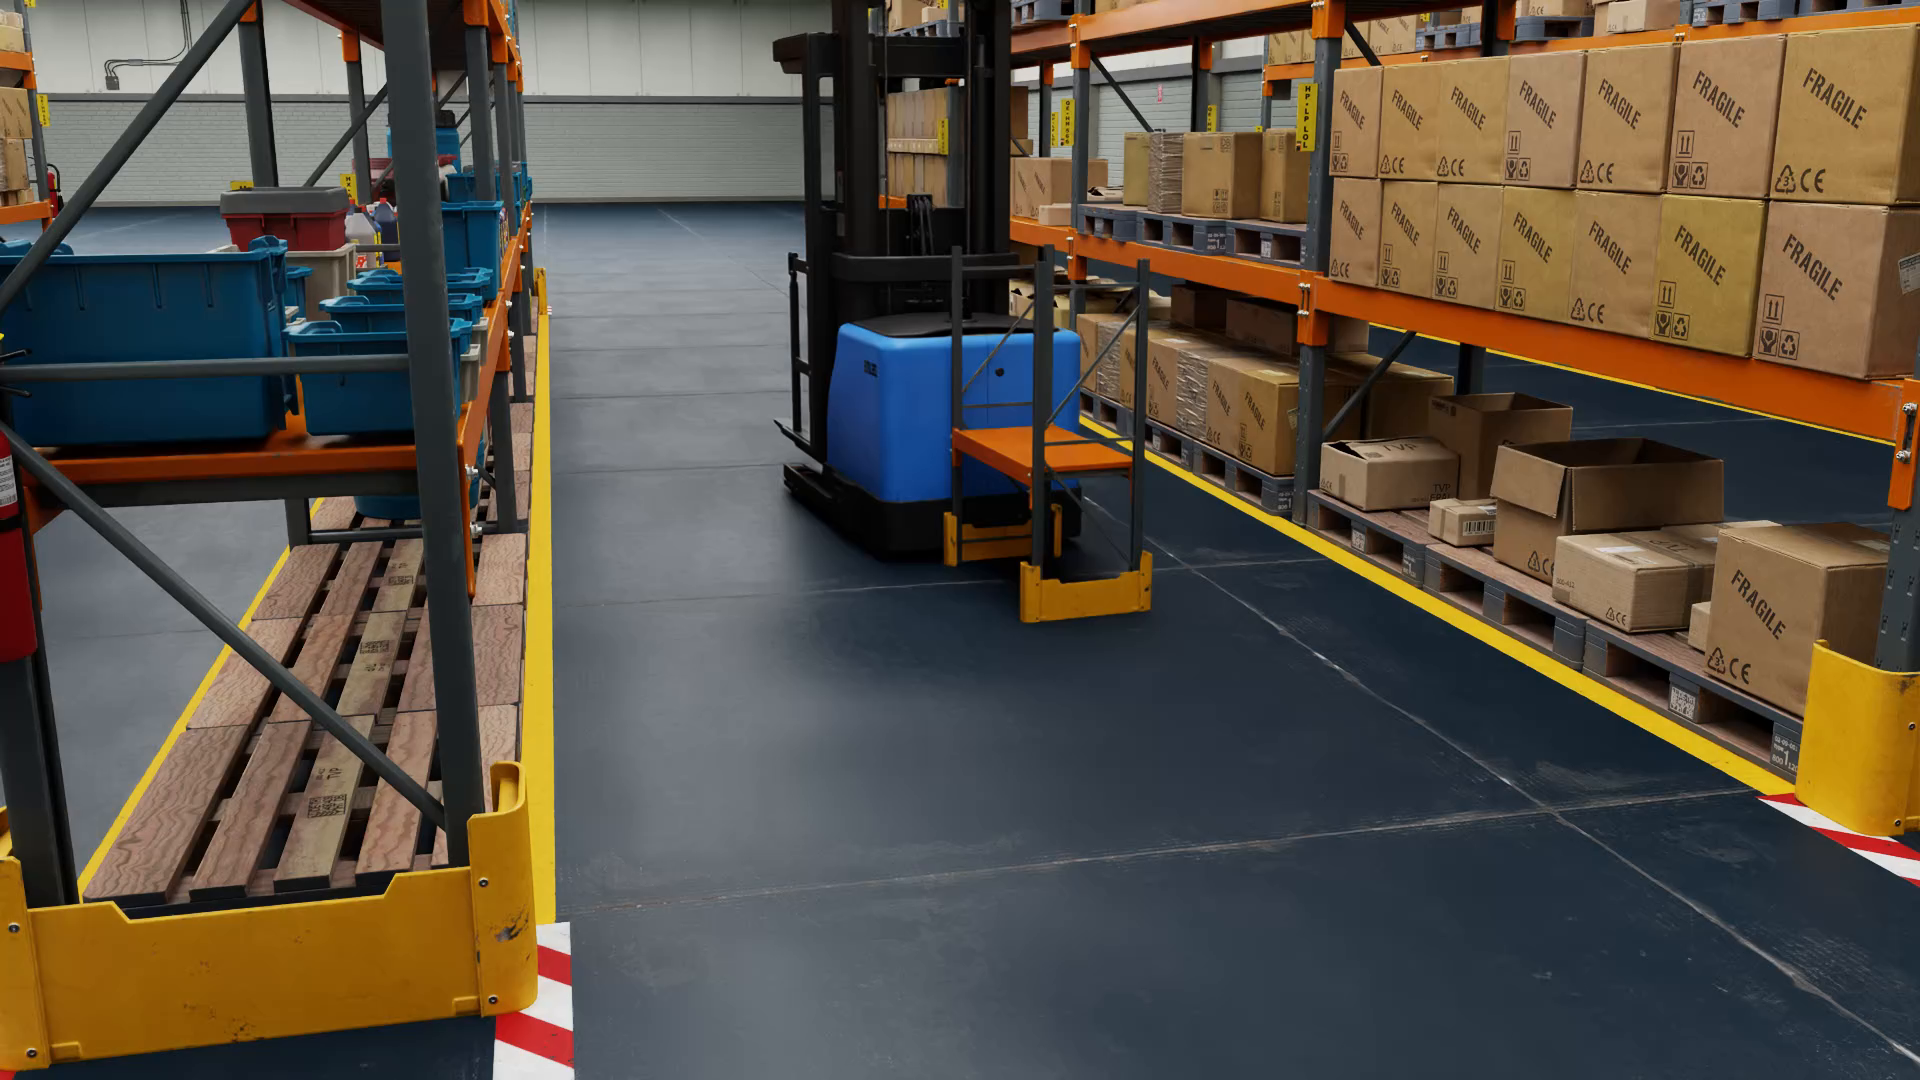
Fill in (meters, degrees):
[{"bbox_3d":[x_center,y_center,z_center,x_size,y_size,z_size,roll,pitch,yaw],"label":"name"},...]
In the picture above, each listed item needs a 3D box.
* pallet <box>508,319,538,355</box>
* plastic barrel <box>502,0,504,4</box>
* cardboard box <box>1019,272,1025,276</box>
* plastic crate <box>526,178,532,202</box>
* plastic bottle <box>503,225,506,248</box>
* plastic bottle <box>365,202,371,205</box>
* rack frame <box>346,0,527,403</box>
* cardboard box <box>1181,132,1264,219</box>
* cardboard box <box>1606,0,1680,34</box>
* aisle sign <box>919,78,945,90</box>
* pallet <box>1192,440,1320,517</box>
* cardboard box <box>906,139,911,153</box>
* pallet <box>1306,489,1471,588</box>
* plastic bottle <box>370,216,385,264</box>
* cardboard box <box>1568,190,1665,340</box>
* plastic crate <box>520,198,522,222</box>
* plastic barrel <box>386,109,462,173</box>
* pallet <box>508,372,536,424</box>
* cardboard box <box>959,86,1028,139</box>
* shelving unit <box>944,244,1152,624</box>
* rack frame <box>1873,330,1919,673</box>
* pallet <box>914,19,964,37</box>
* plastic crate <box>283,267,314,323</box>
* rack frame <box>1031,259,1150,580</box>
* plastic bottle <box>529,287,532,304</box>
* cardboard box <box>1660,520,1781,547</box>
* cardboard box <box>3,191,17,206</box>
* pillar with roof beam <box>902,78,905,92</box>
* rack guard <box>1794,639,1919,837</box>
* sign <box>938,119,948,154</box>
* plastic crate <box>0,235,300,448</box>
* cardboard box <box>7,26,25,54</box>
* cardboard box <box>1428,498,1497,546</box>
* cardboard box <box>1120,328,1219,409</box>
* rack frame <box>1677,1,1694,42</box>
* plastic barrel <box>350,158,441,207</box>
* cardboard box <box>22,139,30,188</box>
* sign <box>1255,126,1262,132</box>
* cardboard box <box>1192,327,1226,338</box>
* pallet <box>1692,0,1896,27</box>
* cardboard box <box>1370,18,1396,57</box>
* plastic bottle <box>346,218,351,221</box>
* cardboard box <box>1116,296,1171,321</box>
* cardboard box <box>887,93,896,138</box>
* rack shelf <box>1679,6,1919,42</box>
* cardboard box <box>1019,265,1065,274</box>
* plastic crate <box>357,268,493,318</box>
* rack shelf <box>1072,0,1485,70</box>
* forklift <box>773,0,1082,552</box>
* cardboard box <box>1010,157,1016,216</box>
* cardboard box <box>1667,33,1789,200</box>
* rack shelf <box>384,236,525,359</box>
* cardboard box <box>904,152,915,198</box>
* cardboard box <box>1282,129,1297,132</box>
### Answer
[{"bbox_3d":[-4.557,-1.935,15.902,1.003,0.211,1.213,-3,14,-13],"label":"pallet"},{"bbox_3d":[-3.275,-3.810,11.144,0.421,0.512,0.421,0,14,0],"label":"plastic barrel"},{"bbox_3d":[0.344,-2.323,15.343,0.500,0.311,0.500,-3,14,-14],"label":"cardboard box"},{"bbox_3d":[-4.823,-3.734,17.703,0.499,0.251,0.408,-3,14,-13],"label":"plastic crate"},{"bbox_3d":[-2.812,-1.850,10.099,0.097,0.201,0.097,0,14,0],"label":"plastic bottle"},{"bbox_3d":[-3.680,-1.957,10.361,0.061,0.283,0.133,-3,14,-13],"label":"plastic bottle"},{"bbox_3d":[-3.500,-2.209,11.150,1.000,3.000,0.127,-3,14,-13],"label":"rack frame"},{"bbox_3d":[1.780,-2.219,10.092,0.700,0.500,0.500,-7,16,-27],"label":"cardboard box"},{"bbox_3d":[5.698,-4.336,13.681,0.500,0.311,0.500,-3,14,-13],"label":"cardboard box"},{"bbox_3d":[-0.293,-5.625,19.652,0.394,0.787,0.004,-3,14,-13],"label":"aisle sign"},{"bbox_3d":[2.027,-0.393,9.590,1.003,0.211,1.213,-3,14,-13],"label":"pallet"},{"bbox_3d":[-0.376,-4.294,18.107,0.380,0.149,0.250,-3,14,-14],"label":"cardboard box"},{"bbox_3d":[2.416,-0.049,8.182,1.003,0.211,1.213,-3,14,-13],"label":"pallet"},{"bbox_3d":[-3.141,-1.594,8.900,0.097,0.271,0.097,0,14,0],"label":"plastic bottle"},{"bbox_3d":[2.588,-1.011,6.033,0.500,0.500,0.500,-3,14,-13],"label":"cardboard box"},{"bbox_3d":[-3.756,-2.643,13.373,0.450,0.188,0.662,-3,14,-13],"label":"plastic crate"},{"bbox_3d":[-4.643,-3.270,14.434,0.600,0.901,0.708,-3,14,-13],"label":"plastic barrel"},{"bbox_3d":[-3.644,-1.036,12.222,1.003,0.211,1.213,-3,14,-13],"label":"pallet"},{"bbox_3d":[0.266,-4.188,16.306,0.700,0.500,0.500,-3,14,-13],"label":"cardboard box"},{"bbox_3d":[0.373,-0.519,7.392,0.587,1.500,1.083,-5,15,-19],"label":"shelving unit"},{"bbox_3d":[3.195,-0.639,4.723,1.000,3.000,0.127,-3,14,-13],"label":"rack frame"},{"bbox_3d":[0.151,-5.017,16.508,1.003,0.211,1.213,-3,14,-13],"label":"pallet"},{"bbox_3d":[-2.353,-0.771,5.490,0.416,0.233,0.300,-3,14,-13],"label":"plastic crate"},{"bbox_3d":[0.539,-0.408,6.935,0.500,1.500,0.032,-5,15,-19],"label":"rack frame"},{"bbox_3d":[-4.476,-2.524,17.234,0.061,0.283,0.133,-3,14,-12],"label":"plastic bottle"},{"bbox_3d":[3.108,0.111,6.519,0.500,0.250,0.500,-3,14,-13],"label":"cardboard box"},{"bbox_3d":[-9.715,-3.432,16.682,0.380,0.149,0.250,-3,14,-13],"label":"cardboard box"},{"bbox_3d":[-5.974,-14.089,47.135,9.100,9.000,0.400,-3,14,-13],"label":"pillar with roof beam"},{"bbox_3d":[3.177,0.558,5.091,1.175,0.500,0.348,-3,14,-13],"label":"rack guard"},{"bbox_3d":[-0.163,-3.835,15.814,0.100,0.325,0.005,-3,14,-13],"label":"sign"},{"bbox_3d":[-1.881,-0.477,3.859,0.616,0.435,0.499,-3,14,-13],"label":"plastic crate"},{"bbox_3d":[-9.833,-5.066,16.839,0.500,0.250,0.500,-3,14,-12],"label":"cardboard box"},{"bbox_3d":[2.356,-0.091,7.524,0.380,0.166,0.250,-3,14,-13],"label":"cardboard box"},{"bbox_3d":[1.386,-1.127,11.059,0.500,0.500,0.500,-3,14,-14],"label":"cardboard box"},{"bbox_3d":[6.130,-2.762,13.411,1.000,3.000,0.127,-3,14,-13],"label":"rack frame"},{"bbox_3d":[-3.903,-2.366,11.503,0.600,0.536,0.708,-3,14,-13],"label":"plastic barrel"},{"bbox_3d":[-10.091,-3.844,17.002,0.875,0.500,0.500,-3,14,-13],"label":"cardboard box"},{"bbox_3d":[3.724,-4.997,20.738,0.100,0.325,0.005,-3,14,-13],"label":"sign"},{"bbox_3d":[1.885,-1.162,11.203,0.500,0.500,0.500,-4,14,-15],"label":"cardboard box"},{"bbox_3d":[6.333,-3.981,12.481,1.213,0.211,1.003,-3,14,-11],"label":"pallet"},{"bbox_3d":[4.725,-5.420,17.718,0.500,0.500,0.500,-5,14,-18],"label":"cardboard box"},{"bbox_3d":[-3.203,-1.531,8.635,0.152,0.276,0.135,-3,14,-13],"label":"plastic bottle"},{"bbox_3d":[1.478,-1.763,13.048,0.500,0.311,0.500,-3,14,-11],"label":"cardboard box"},{"bbox_3d":[-0.453,-4.888,19.172,0.700,0.500,0.500,-3,14,-13],"label":"cardboard box"},{"bbox_3d":[6.600,-3.408,11.252,1.077,0.370,4.000,-3,14,-13],"label":"rack shelf"},{"bbox_3d":[0.750,-2.471,15.947,0.500,0.311,0.500,-3,14,-13],"label":"cardboard box"},{"bbox_3d":[-1.739,-0.760,5.444,0.416,0.233,0.300,-3,14,-13],"label":"plastic crate"},{"bbox_3d":[1.785,-3.131,10.118,1.077,0.370,4.000,-3,14,-13],"label":"rack shelf"},{"bbox_3d":[-0.368,-1.672,9.093,1.130,2.935,3.031,-5,15,-19],"label":"forklift"},{"bbox_3d":[0.665,-3.156,14.816,0.500,0.500,0.500,-2,14,-9],"label":"cardboard box"},{"bbox_3d":[2.703,-1.377,5.427,0.500,0.500,0.500,-3,14,-12],"label":"cardboard box"},{"bbox_3d":[-3.030,-1.399,9.347,1.077,0.370,4.000,-3,14,-13],"label":"rack shelf"},{"bbox_3d":[-0.227,-4.035,18.410,0.700,0.500,0.500,-3,14,-13],"label":"cardboard box"},{"bbox_3d":[4.177,-4.667,19.903,0.500,0.500,0.500,-3,14,-13],"label":"cardboard box"}]
